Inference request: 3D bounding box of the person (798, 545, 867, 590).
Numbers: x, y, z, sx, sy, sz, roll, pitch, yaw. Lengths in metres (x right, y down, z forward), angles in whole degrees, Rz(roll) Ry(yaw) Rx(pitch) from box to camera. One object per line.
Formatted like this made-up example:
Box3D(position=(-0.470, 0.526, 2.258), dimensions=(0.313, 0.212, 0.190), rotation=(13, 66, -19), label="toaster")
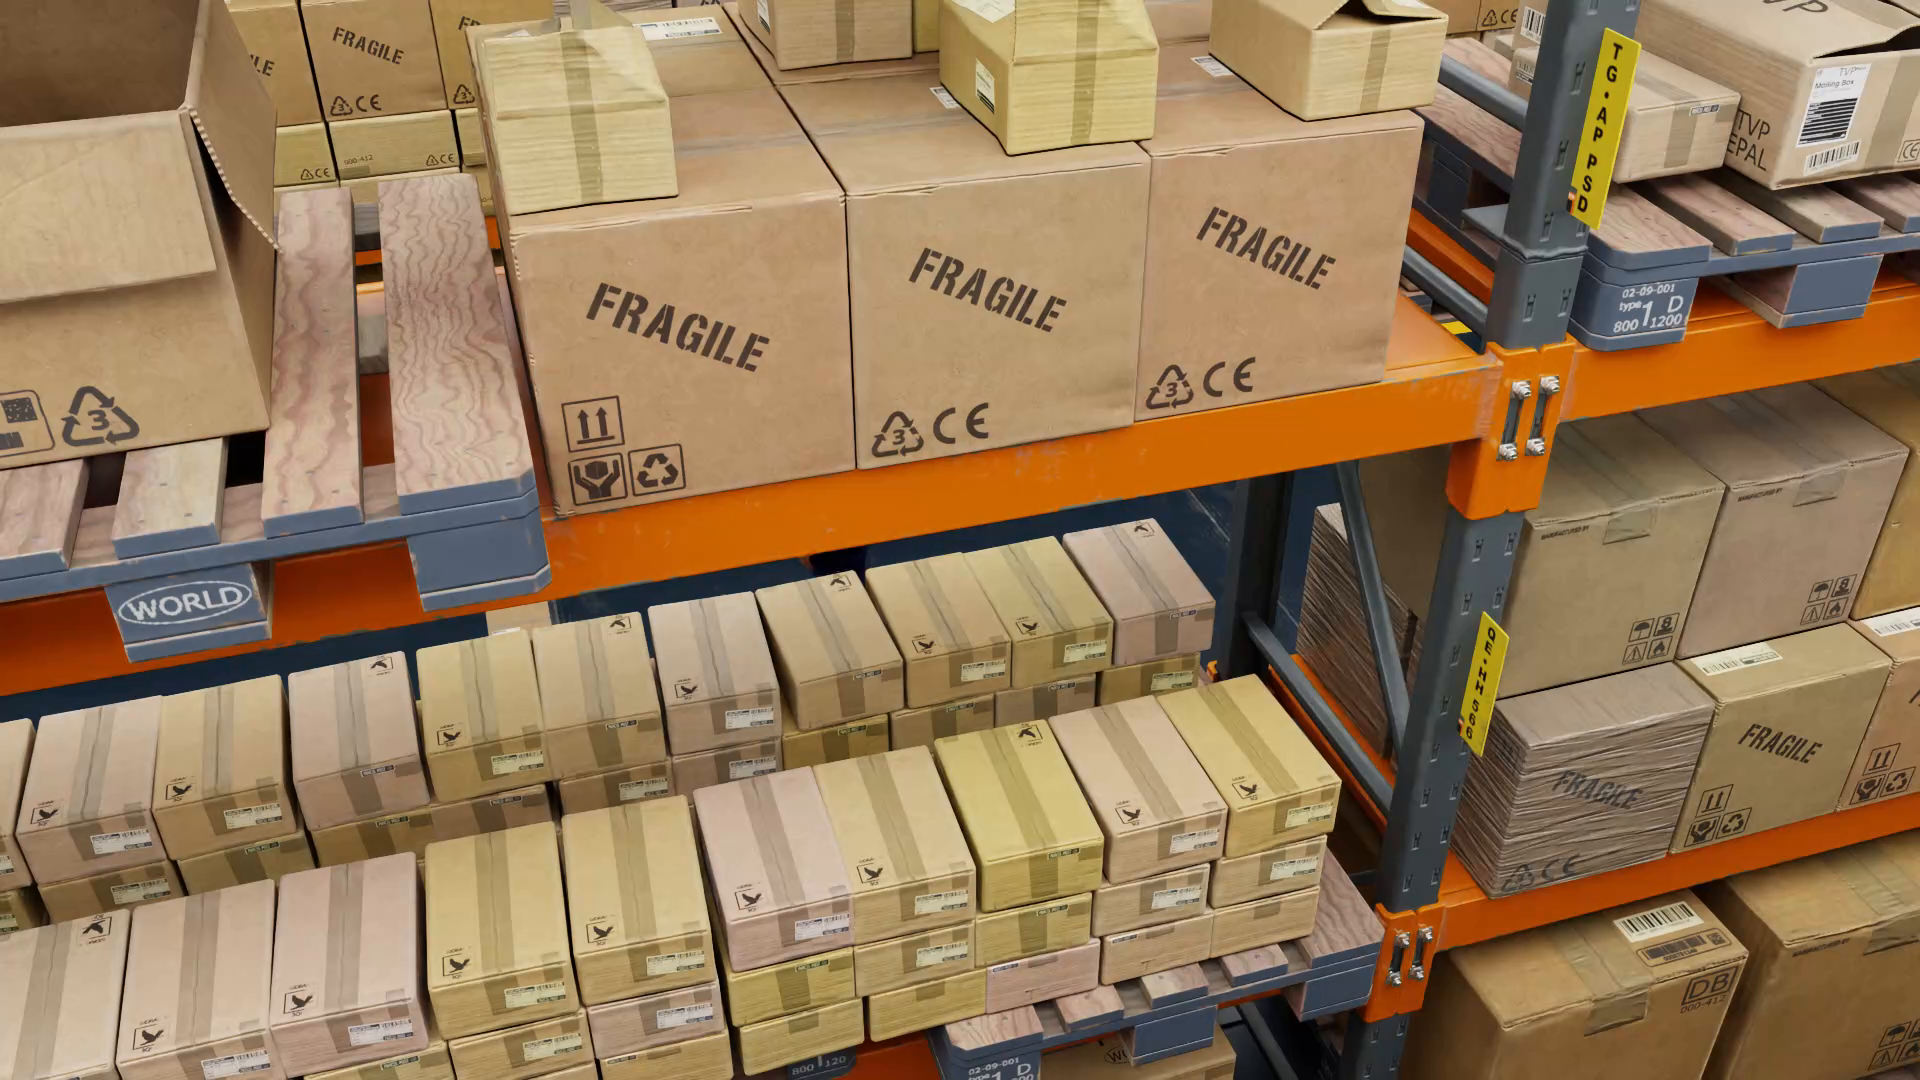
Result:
Box3D(position=(-0.482, -0.111, 6.309), dimensions=(0.472, 1.620, 0.526), rotation=(12, 36, 17), label="person")
